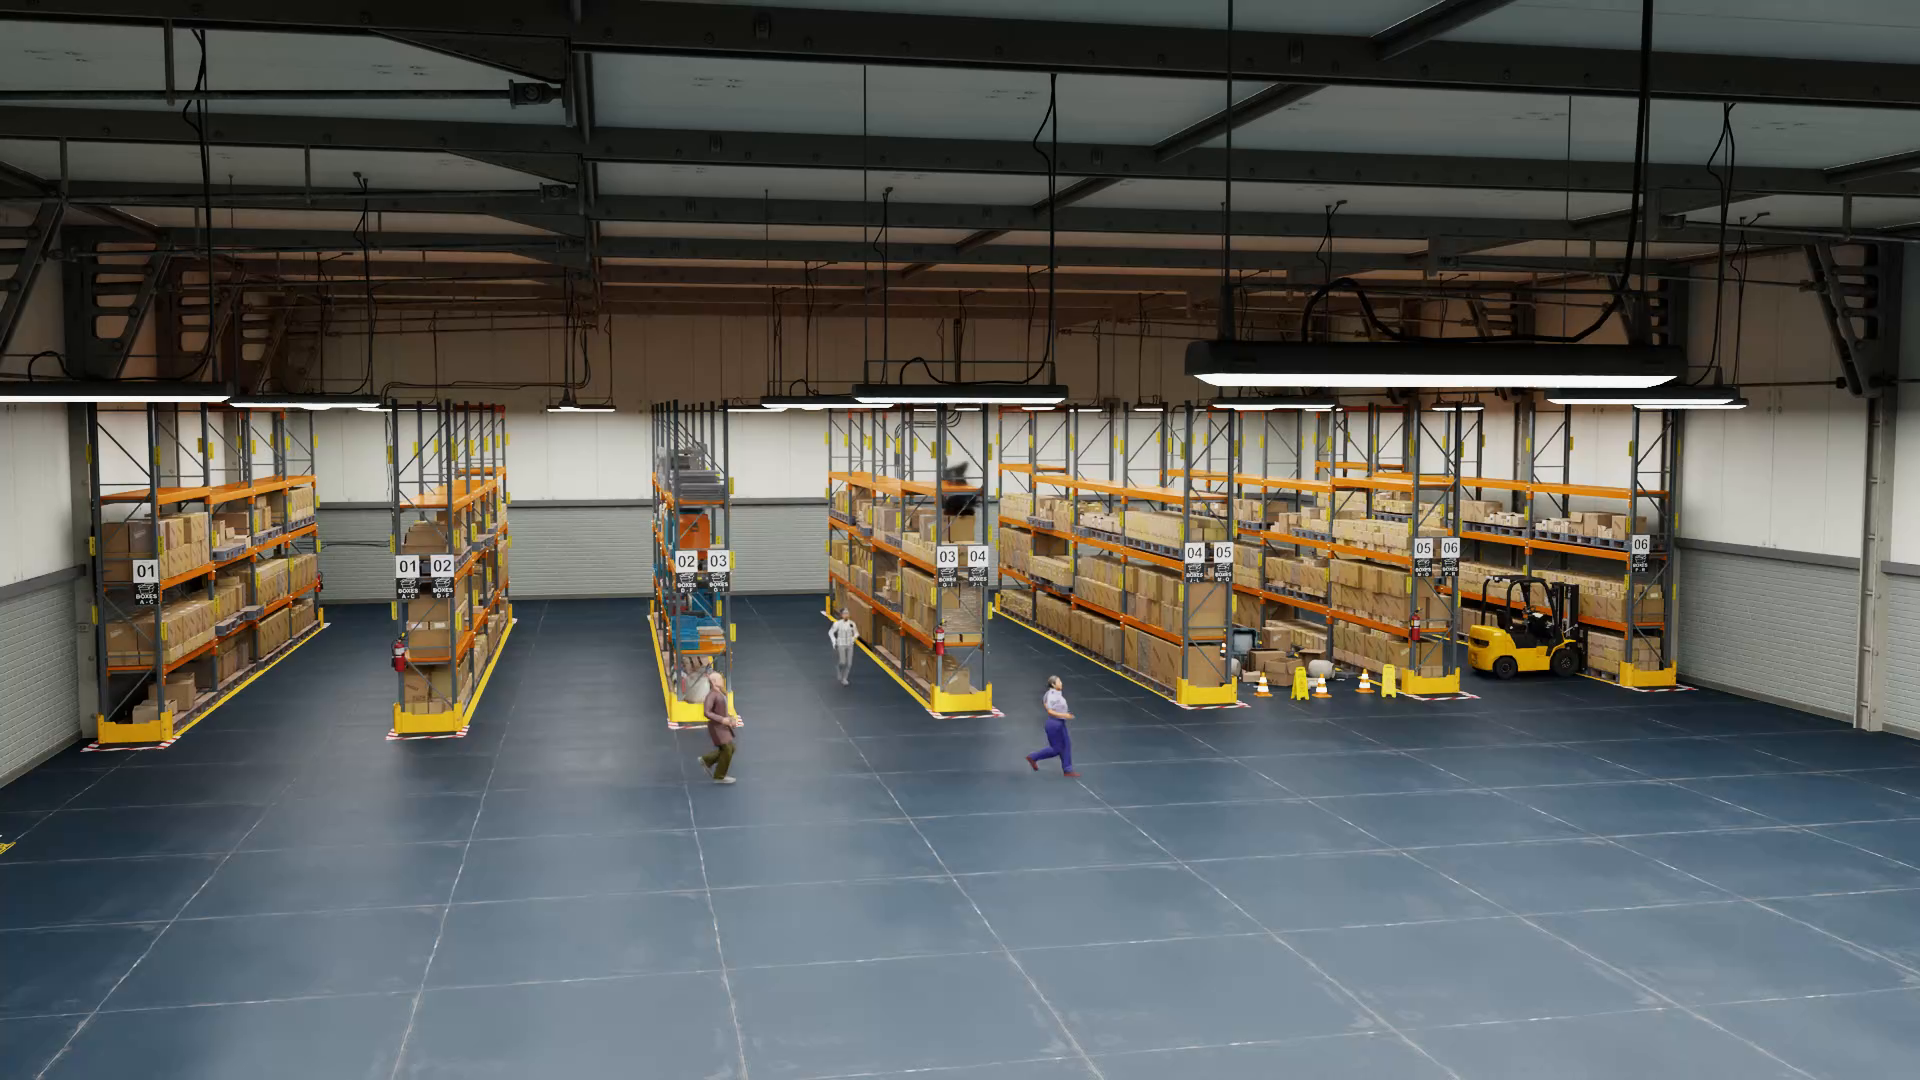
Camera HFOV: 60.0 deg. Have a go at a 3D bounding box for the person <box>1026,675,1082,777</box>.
[{"bbox_3d":[1.488,2.938,26.149,0.886,1.610,0.609,1,4,9],"label":"person"}]

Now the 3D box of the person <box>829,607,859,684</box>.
[{"bbox_3d":[-2.418,2.243,35.186,0.614,1.651,0.547,-1,5,-18],"label":"person"}]

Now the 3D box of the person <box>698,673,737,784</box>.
[{"bbox_3d":[-3.771,2.913,25.785,0.668,1.724,0.707,1,4,8],"label":"person"}]

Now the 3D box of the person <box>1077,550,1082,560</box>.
[{"bbox_3d":[3.381,1.194,48.186,0.651,1.823,0.834,-2,5,-27],"label":"person"}]
